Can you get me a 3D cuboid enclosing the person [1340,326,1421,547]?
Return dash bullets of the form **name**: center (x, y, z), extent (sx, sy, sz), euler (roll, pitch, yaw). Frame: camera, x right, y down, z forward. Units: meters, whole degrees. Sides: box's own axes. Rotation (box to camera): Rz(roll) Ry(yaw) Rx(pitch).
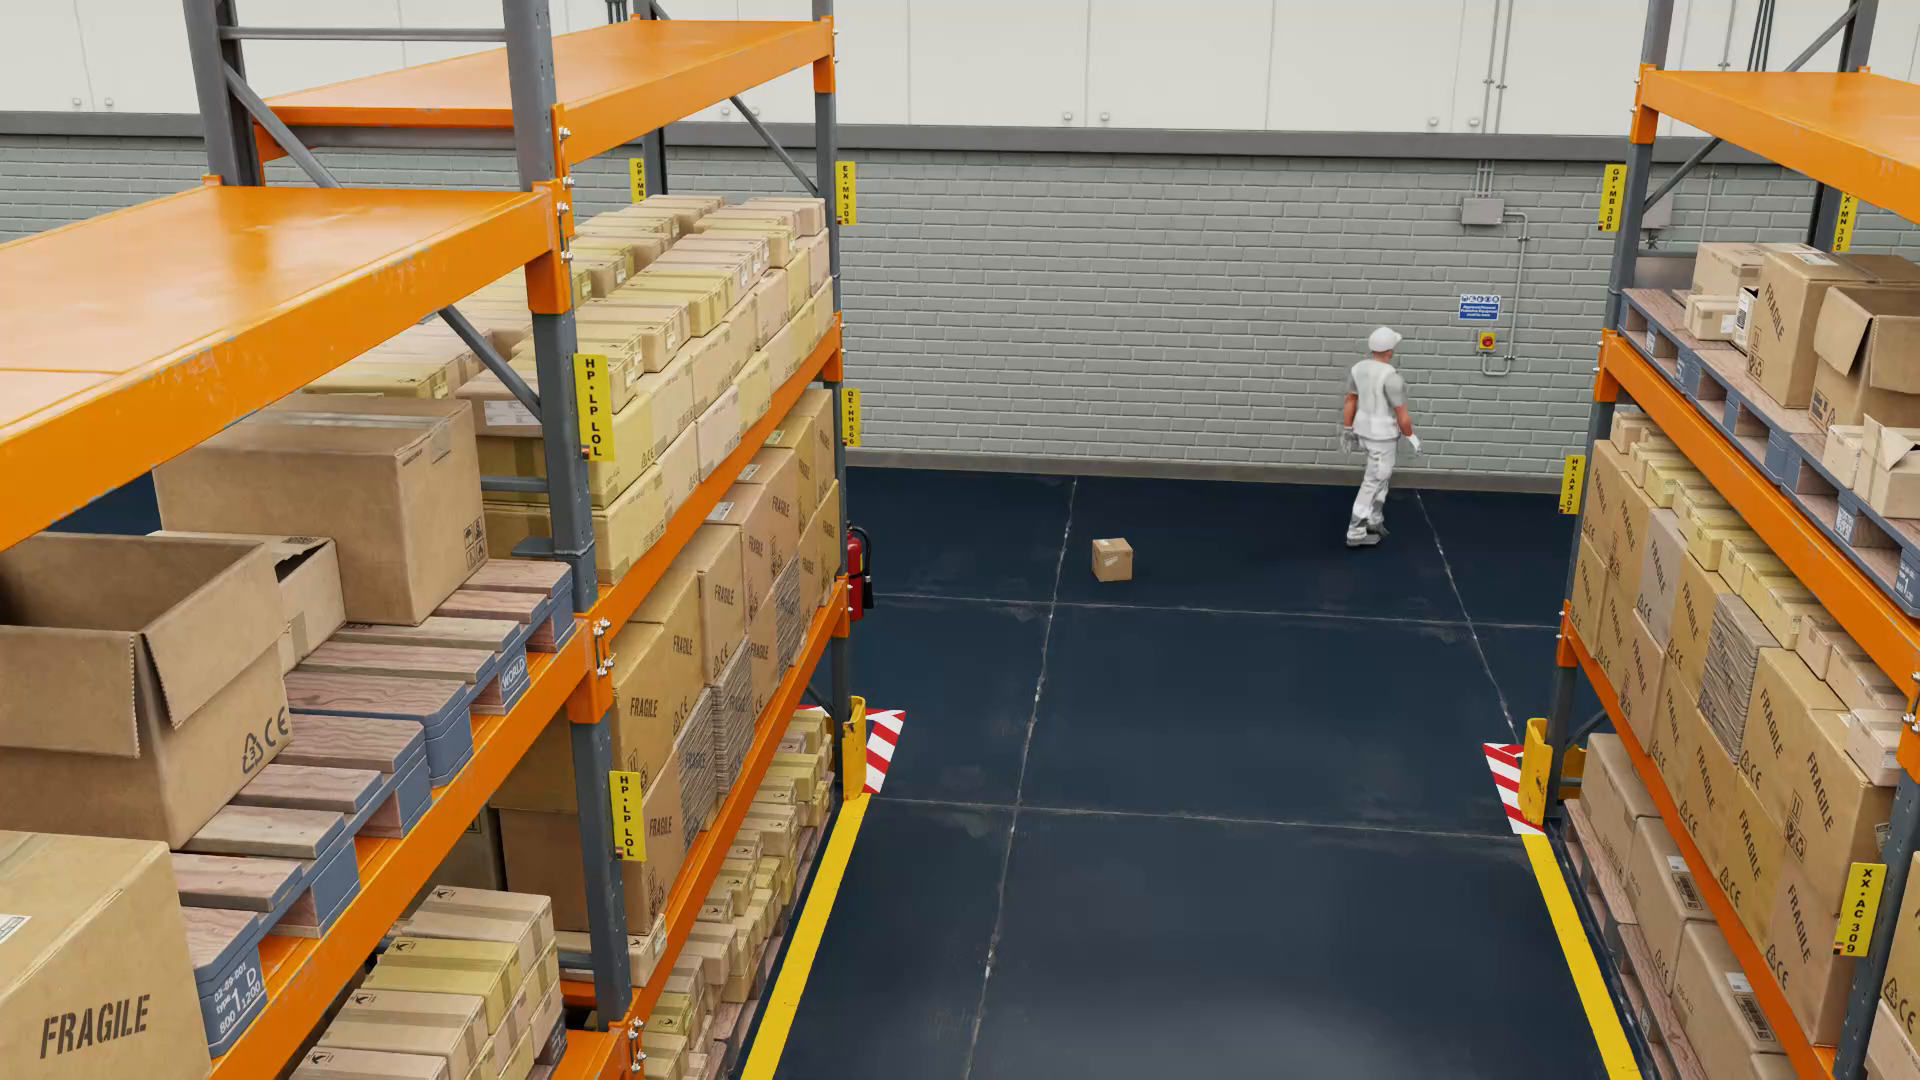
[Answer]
- **person**: center (3.347, -0.798, 13.151), extent (0.565, 1.837, 0.540), euler (-9, 23, -23)
